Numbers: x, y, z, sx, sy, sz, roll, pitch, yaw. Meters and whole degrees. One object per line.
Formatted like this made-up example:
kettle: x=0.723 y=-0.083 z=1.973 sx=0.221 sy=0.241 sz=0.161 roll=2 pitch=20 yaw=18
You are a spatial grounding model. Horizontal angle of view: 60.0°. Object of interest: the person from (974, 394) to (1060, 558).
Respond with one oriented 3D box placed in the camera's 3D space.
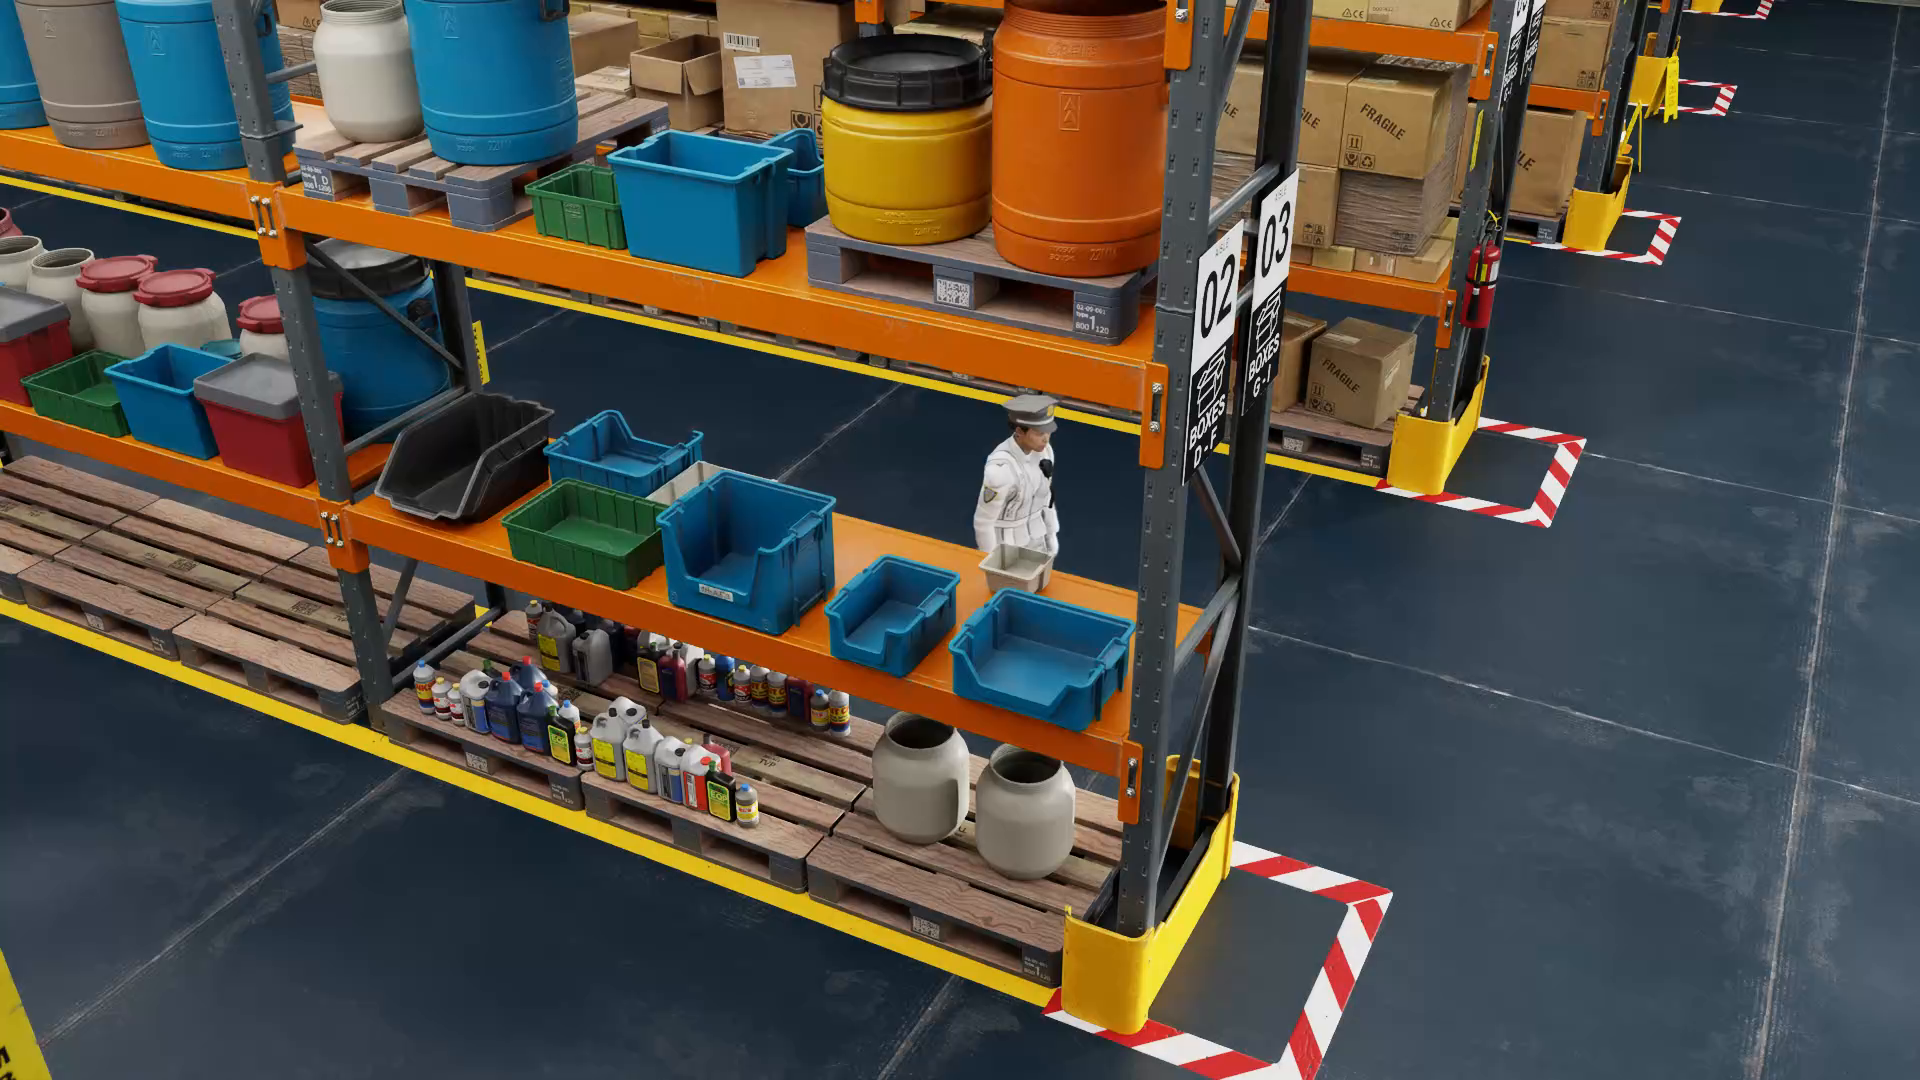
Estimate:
person: x=0.298 y=0.052 z=8.189 sx=0.408 sy=1.667 sz=0.547 roll=25 pitch=39 yaw=36
